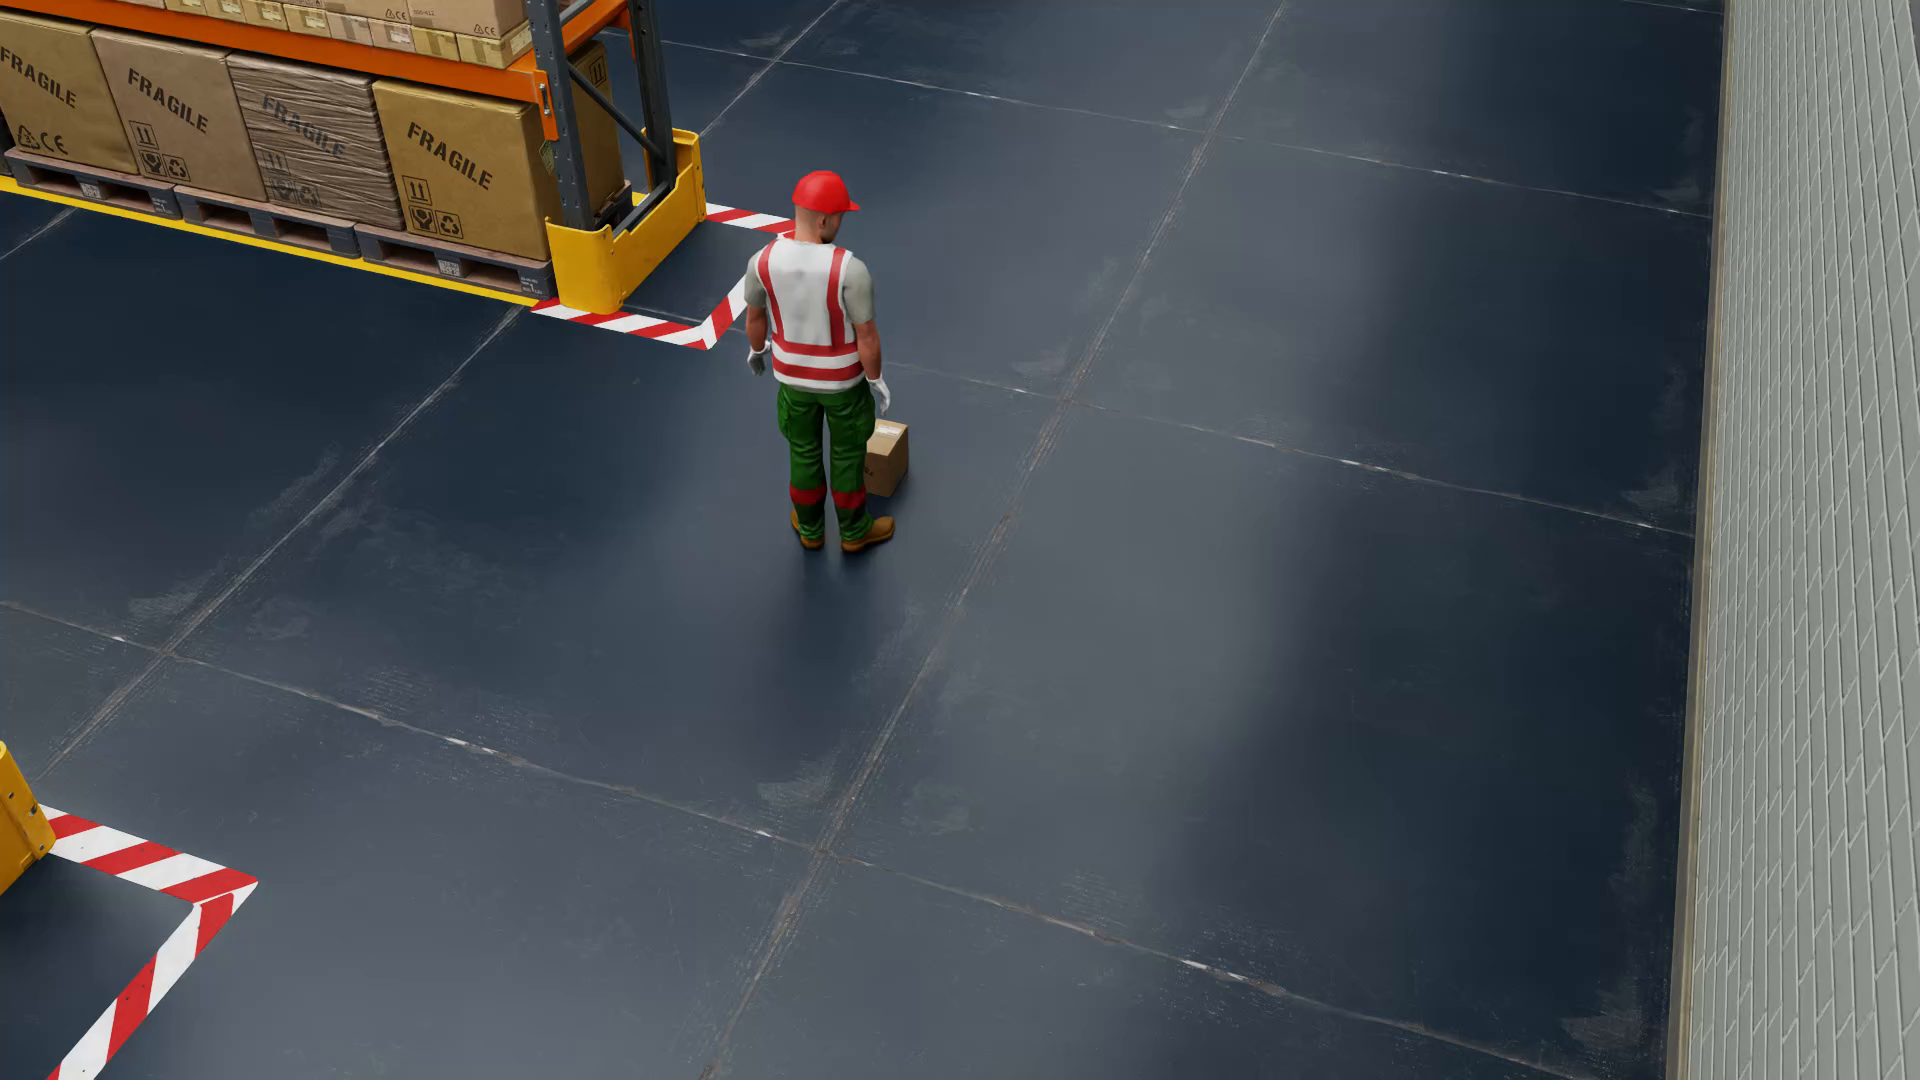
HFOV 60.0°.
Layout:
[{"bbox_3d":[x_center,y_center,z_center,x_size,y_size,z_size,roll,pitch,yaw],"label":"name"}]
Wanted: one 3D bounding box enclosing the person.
[{"bbox_3d":[-0.593,-0.696,6.929,0.656,1.800,0.378,8,42,9],"label":"person"}]
